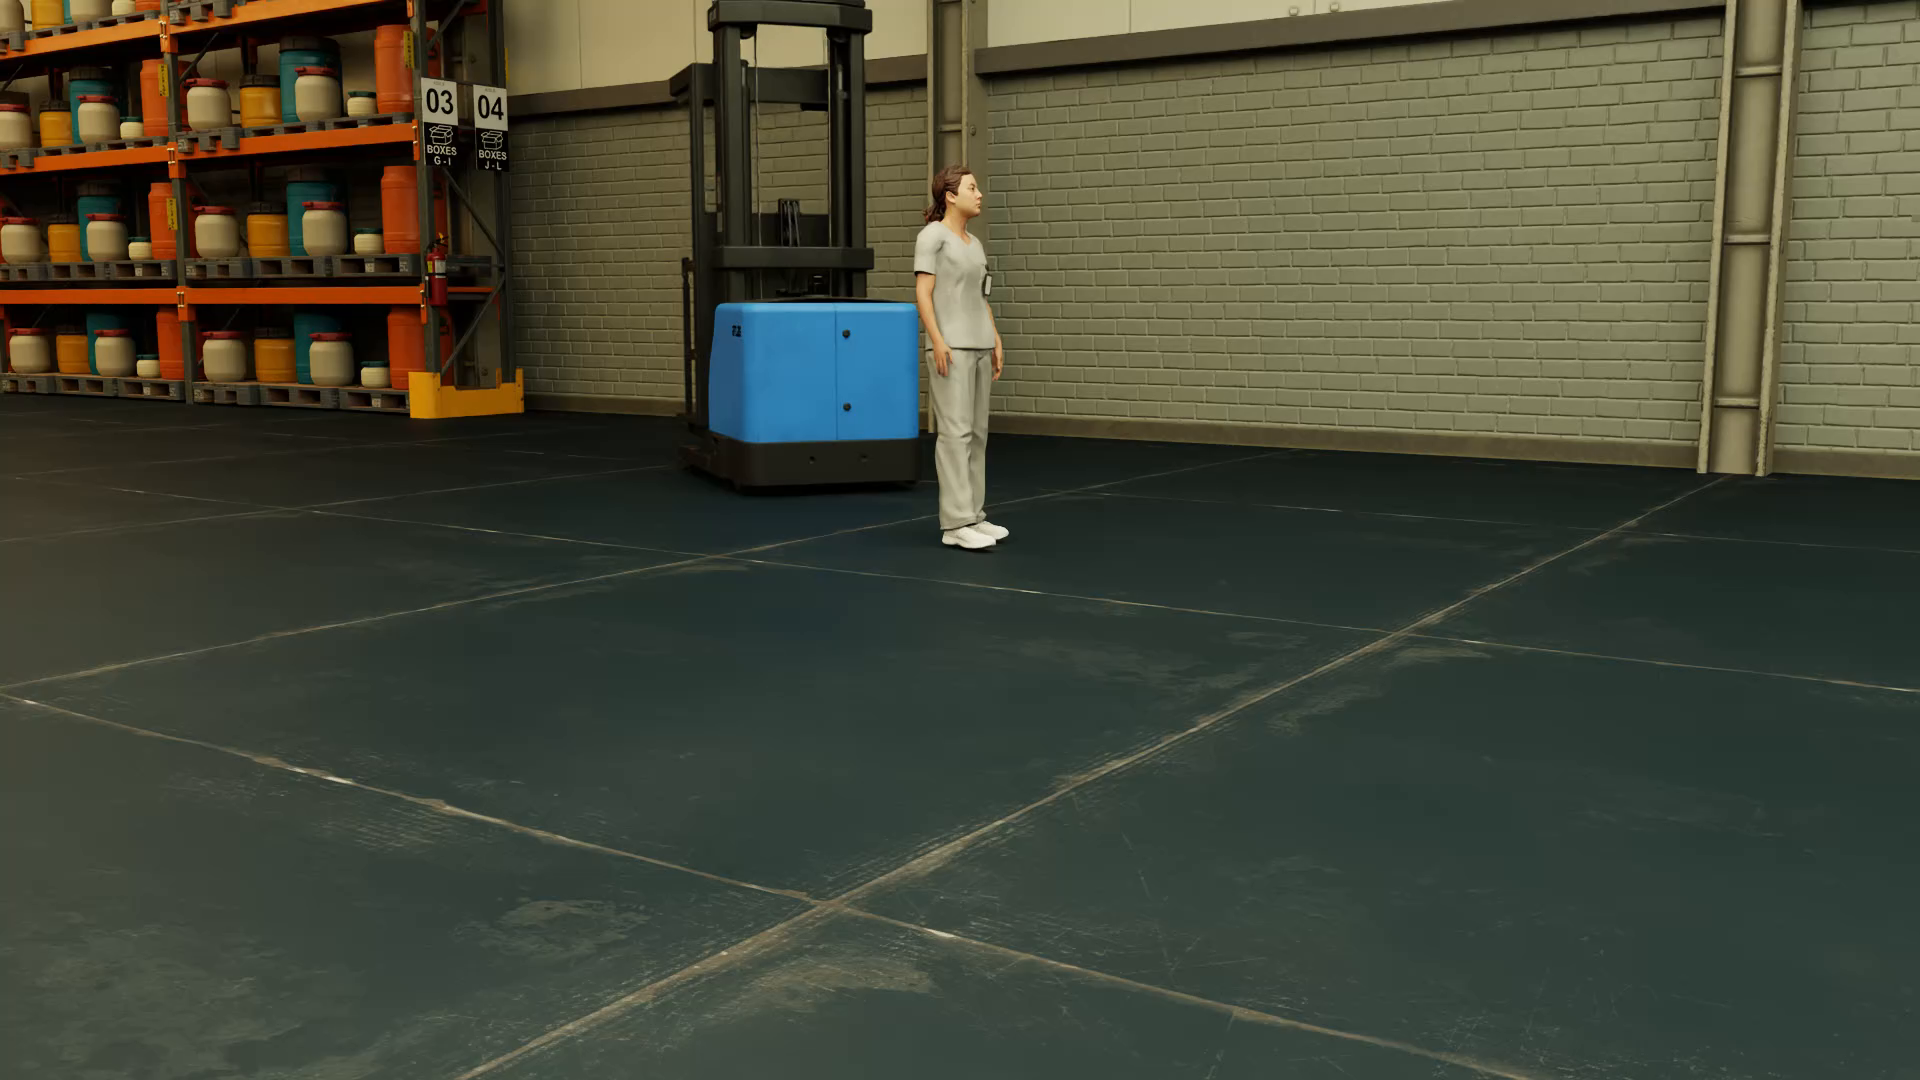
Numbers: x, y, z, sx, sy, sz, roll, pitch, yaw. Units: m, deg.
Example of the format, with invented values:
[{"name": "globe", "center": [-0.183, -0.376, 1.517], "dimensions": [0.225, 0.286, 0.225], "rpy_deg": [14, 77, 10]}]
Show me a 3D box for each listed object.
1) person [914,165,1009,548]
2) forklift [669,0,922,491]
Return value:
[{"name": "person", "center": [0.053, -0.829, 7.433], "dimensions": [0.549, 1.675, 0.549], "rpy_deg": [5, 10, 34]}, {"name": "forklift", "center": [-1.199, -1.897, 10.533], "dimensions": [1.130, 2.935, 3.031], "rpy_deg": [-3, 9, -20]}]
